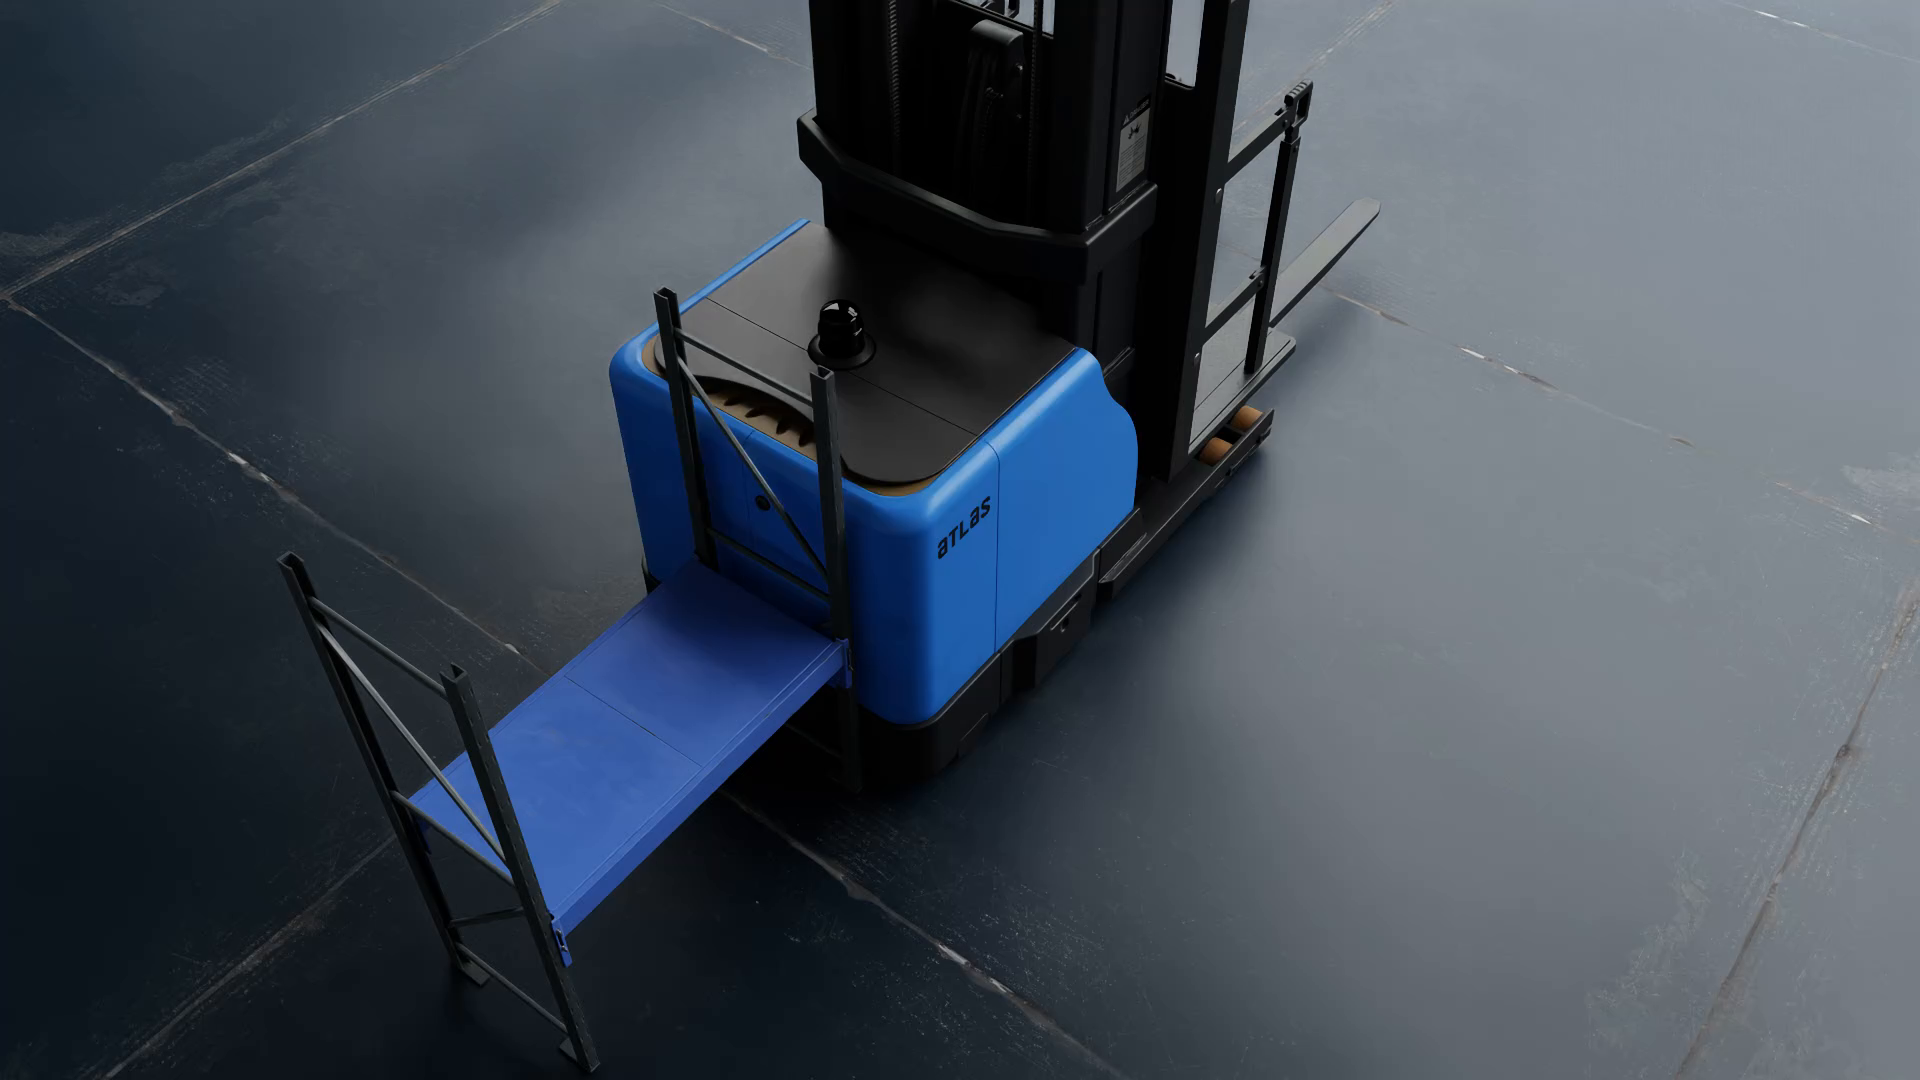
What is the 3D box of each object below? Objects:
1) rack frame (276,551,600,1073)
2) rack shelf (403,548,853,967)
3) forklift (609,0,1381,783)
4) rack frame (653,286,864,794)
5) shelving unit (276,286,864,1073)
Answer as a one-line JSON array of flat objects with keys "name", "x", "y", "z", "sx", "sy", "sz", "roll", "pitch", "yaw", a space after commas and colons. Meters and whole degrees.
[{"name": "rack frame", "x": -1.082, "y": 0.655, "z": 3.588, "sx": 0.500, "sy": 1.500, "sz": 0.032, "roll": 28, "pitch": 53, "yaw": 24}, {"name": "rack shelf", "x": -0.779, "y": 0.484, "z": 3.999, "sx": 0.538, "sy": 0.185, "sz": 1.000, "roll": 28, "pitch": 53, "yaw": 24}, {"name": "forklift", "x": 0.376, "y": -1.373, "z": 4.534, "sx": 1.130, "sy": 2.935, "sz": 3.031, "roll": 29, "pitch": 53, "yaw": 25}, {"name": "rack frame", "x": -0.475, "y": 0.065, "z": 4.151, "sx": 0.500, "sy": 1.500, "sz": 0.032, "roll": 28, "pitch": 53, "yaw": 24}, {"name": "shelving unit", "x": -0.779, "y": 0.360, "z": 3.869, "sx": 0.538, "sy": 1.500, "sz": 1.048, "roll": 28, "pitch": 53, "yaw": 24}]
